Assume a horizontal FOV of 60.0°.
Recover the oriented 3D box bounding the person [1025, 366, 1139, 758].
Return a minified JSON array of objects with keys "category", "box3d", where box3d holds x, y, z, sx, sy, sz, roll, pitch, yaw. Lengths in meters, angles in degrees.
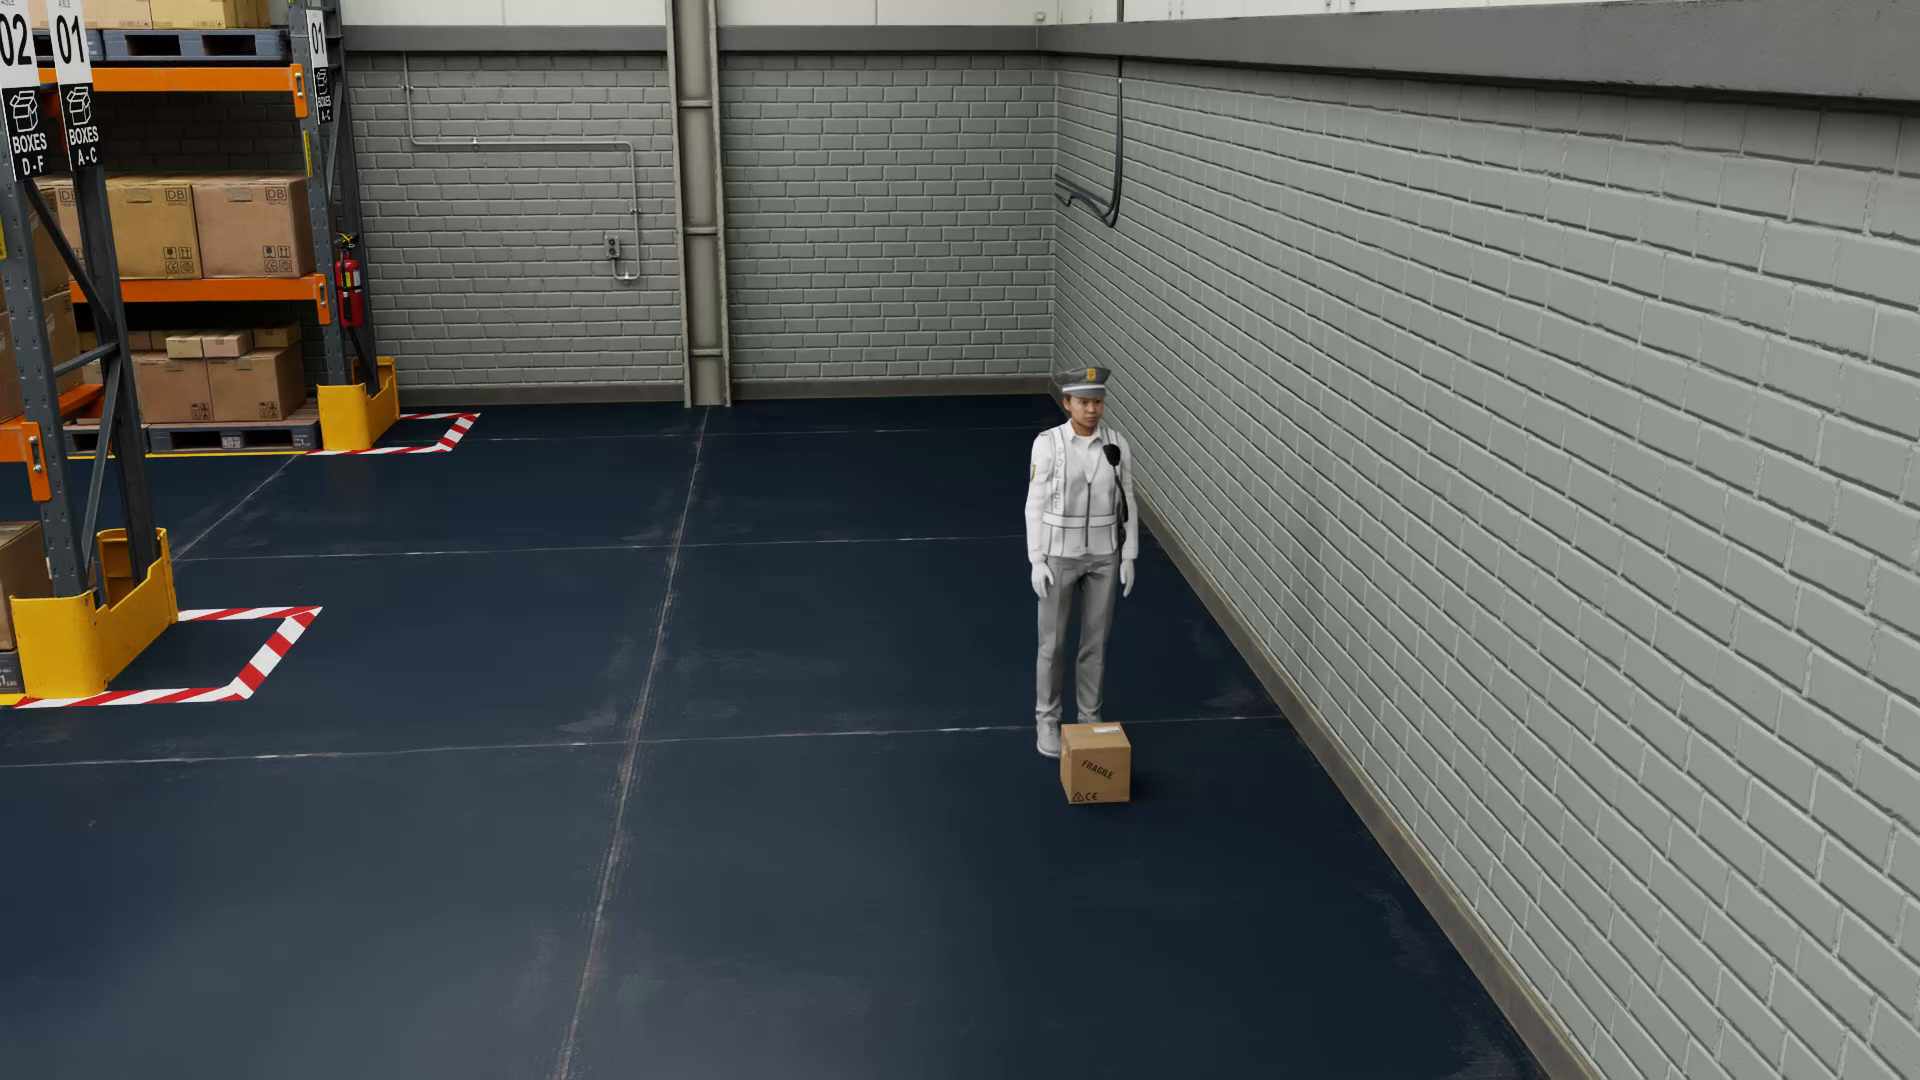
[{"category":"person","box3d":[0.529,0.083,7.168,0.498,1.705,0.376,-3,17,-11]}]
